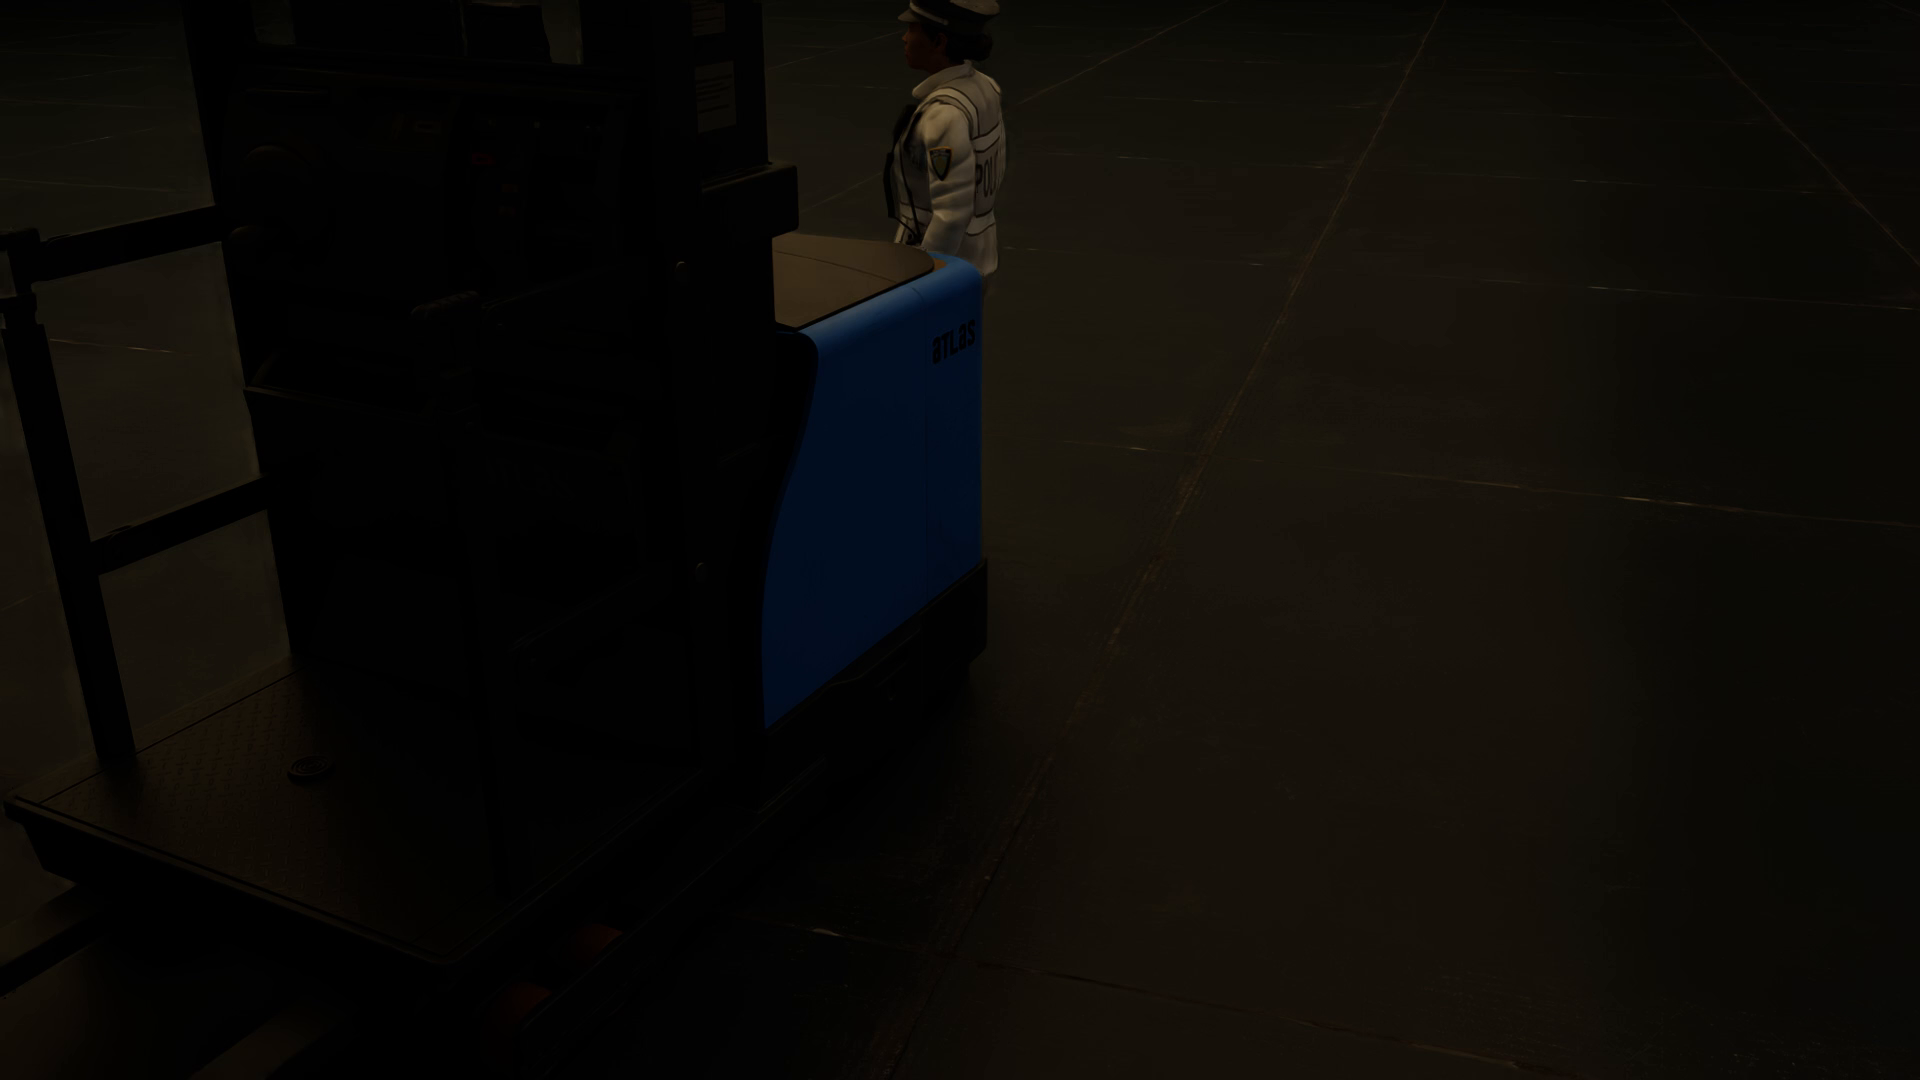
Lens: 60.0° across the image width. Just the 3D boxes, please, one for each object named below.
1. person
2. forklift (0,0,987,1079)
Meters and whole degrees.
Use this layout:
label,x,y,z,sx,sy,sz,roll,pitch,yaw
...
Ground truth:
label,x,y,z,sx,sy,sz,roll,pitch,yaw
person,-0.095,-0.776,4.820,0.438,1.672,0.636,6,23,14
forklift,-1.058,-0.617,2.774,1.130,2.935,3.031,11,25,25
